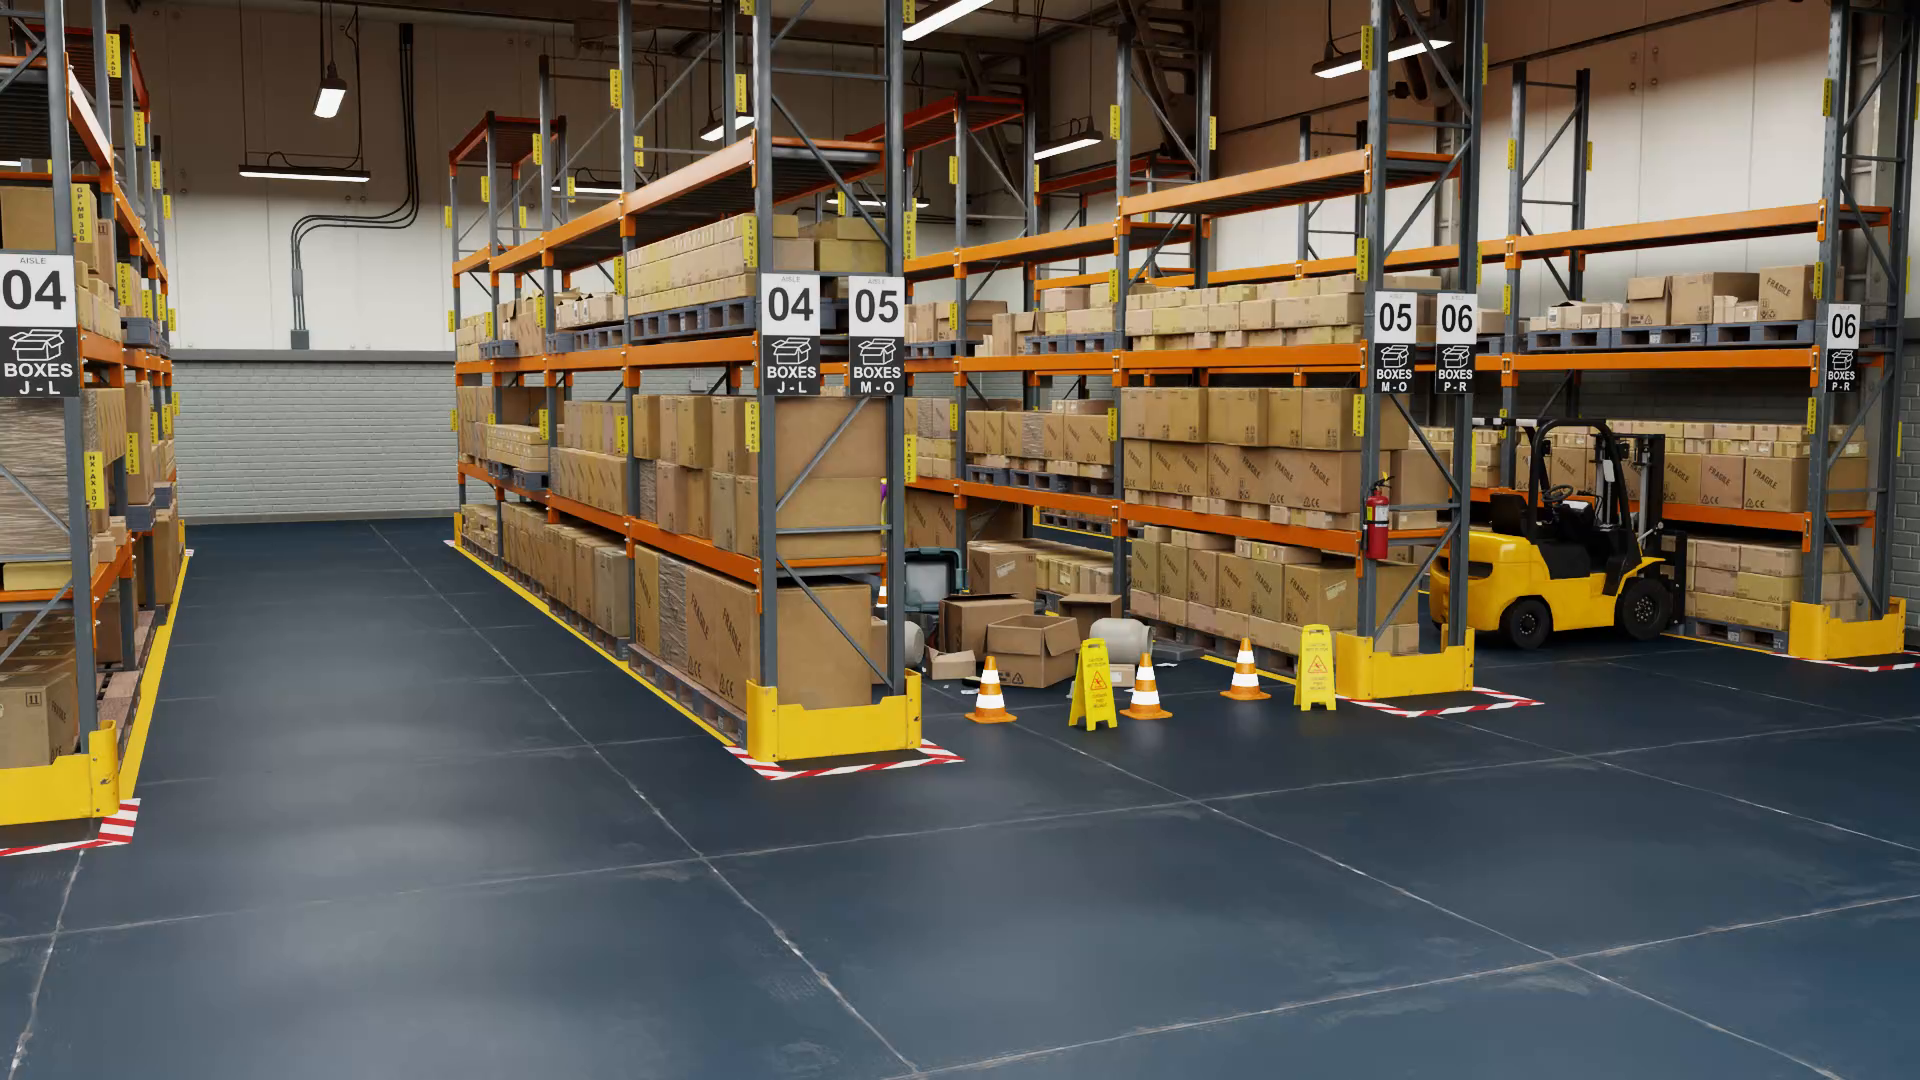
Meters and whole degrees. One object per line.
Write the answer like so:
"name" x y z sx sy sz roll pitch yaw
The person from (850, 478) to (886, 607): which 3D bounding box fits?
"person" -1.072 -0.077 18.056 0.602 1.757 0.665 -1 5 -9
